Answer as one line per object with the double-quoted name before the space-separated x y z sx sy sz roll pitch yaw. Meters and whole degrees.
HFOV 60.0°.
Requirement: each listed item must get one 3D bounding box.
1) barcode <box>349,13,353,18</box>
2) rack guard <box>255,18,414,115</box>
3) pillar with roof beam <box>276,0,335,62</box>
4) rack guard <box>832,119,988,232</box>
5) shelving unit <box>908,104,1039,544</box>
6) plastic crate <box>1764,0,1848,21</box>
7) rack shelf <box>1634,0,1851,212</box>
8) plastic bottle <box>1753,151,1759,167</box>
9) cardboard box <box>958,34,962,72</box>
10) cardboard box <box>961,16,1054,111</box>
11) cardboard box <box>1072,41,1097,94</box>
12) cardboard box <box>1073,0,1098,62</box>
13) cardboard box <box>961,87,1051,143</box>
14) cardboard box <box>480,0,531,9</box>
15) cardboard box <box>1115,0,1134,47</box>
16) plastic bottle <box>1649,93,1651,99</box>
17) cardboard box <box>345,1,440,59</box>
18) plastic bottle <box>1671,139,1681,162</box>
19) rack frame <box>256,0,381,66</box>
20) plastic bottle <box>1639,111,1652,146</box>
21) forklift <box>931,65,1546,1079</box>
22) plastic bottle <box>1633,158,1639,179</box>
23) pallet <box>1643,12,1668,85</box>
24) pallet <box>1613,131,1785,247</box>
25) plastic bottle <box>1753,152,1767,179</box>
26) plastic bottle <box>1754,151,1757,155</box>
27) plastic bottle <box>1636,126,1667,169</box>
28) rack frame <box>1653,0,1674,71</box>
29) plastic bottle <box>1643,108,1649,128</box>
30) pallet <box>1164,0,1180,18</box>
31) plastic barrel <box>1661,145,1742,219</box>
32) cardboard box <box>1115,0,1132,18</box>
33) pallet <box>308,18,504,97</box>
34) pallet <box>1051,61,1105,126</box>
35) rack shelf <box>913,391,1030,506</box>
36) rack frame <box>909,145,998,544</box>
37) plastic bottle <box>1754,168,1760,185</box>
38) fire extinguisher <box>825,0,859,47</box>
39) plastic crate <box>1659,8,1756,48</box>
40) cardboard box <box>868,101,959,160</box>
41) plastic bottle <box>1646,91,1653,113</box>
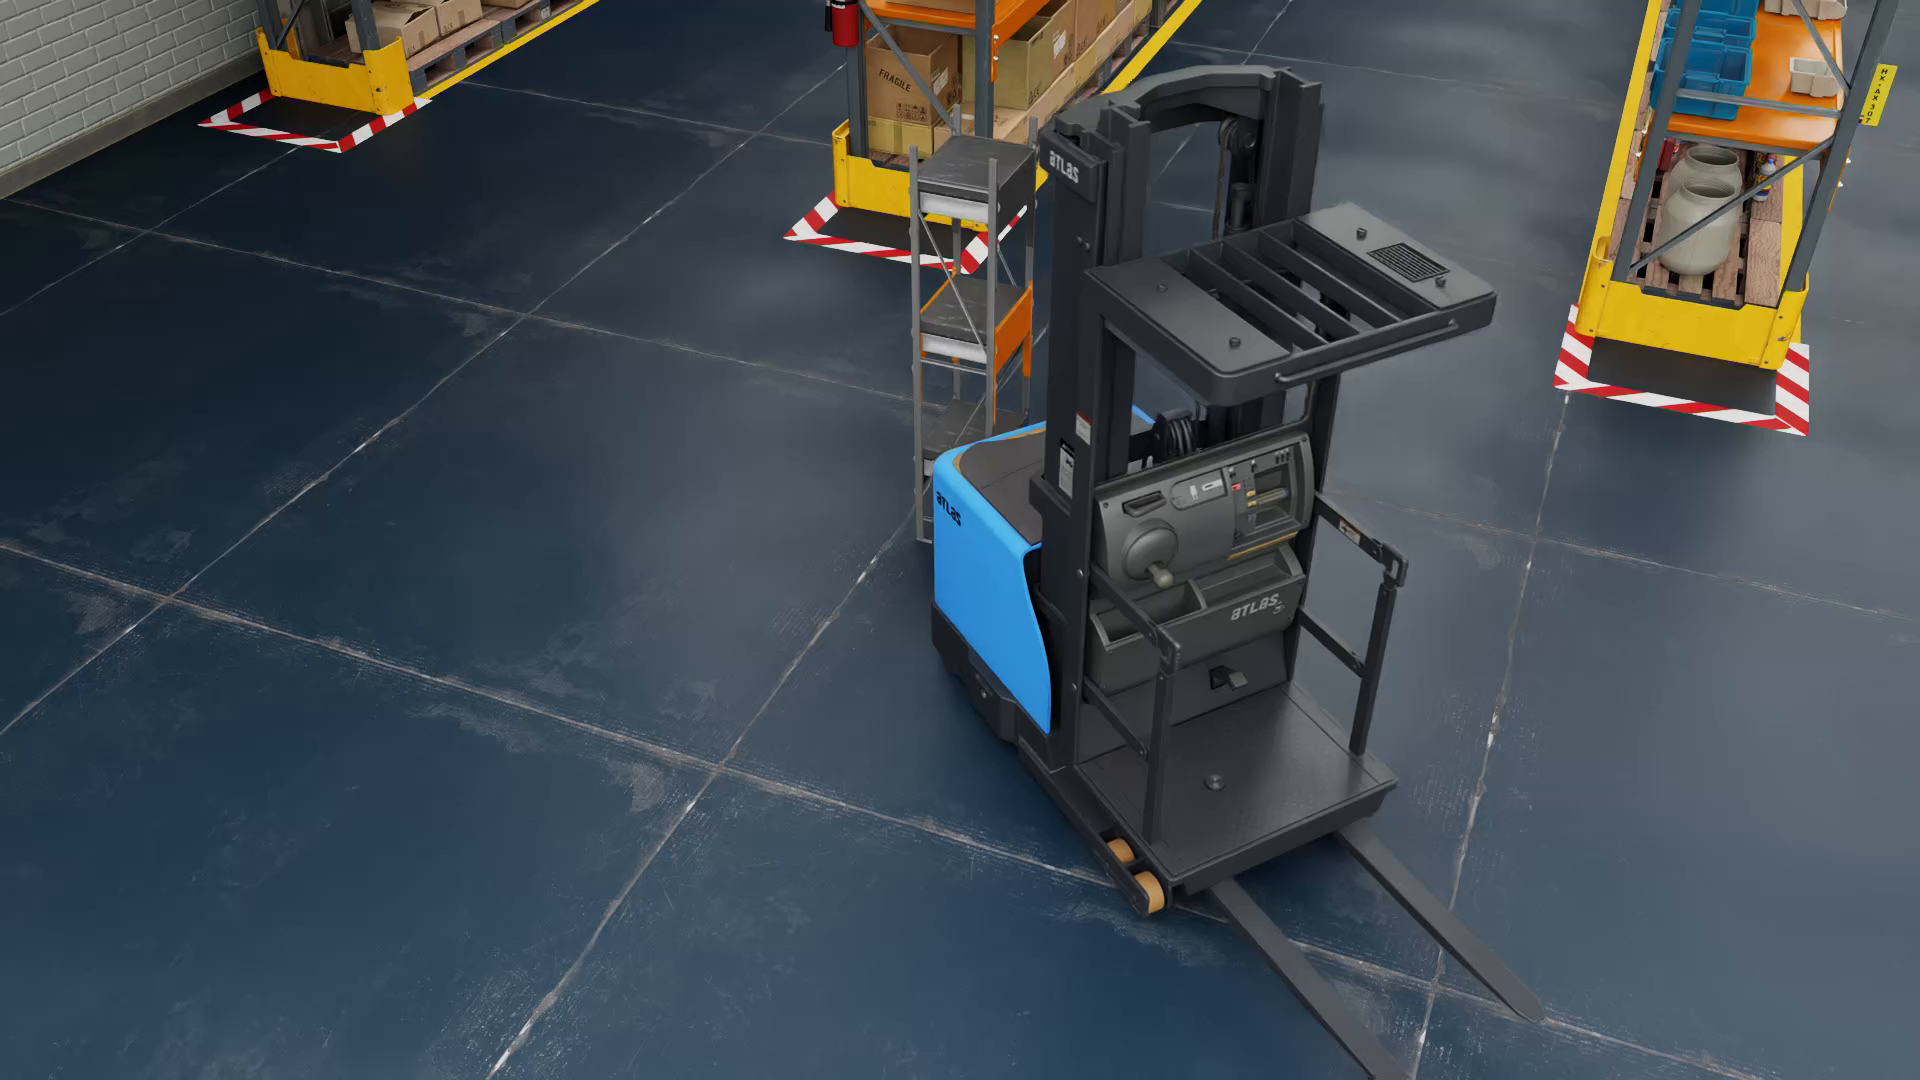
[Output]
"barcode" -4.864 -4.180 13.309 0.001 0.075 0.075 14 39 18
"rack guard" -4.818 -3.654 12.823 1.175 0.500 0.348 14 39 18
"pillar with roof beam" -1.399 -6.620 9.693 9.100 9.000 0.400 14 39 18
"rack guard" -0.274 -2.473 11.242 1.175 0.500 0.348 14 39 18
"shelving unit" 0.063 -0.933 7.846 0.431 2.100 0.503 14 39 18
"plastic crate" 5.453 -3.509 10.761 0.530 0.136 0.437 14 39 18
"rack shelf" 5.076 -3.176 10.696 1.077 0.370 4.000 14 39 18
"plastic bottle" 5.499 -2.645 11.355 0.097 0.201 0.097 0 37 0
"cardboard box" 0.031 -3.776 12.218 0.500 0.500 0.500 14 39 18
"cardboard box" 0.334 -3.378 11.685 0.500 0.500 0.500 14 39 18
"cardboard box" 0.718 -3.630 12.649 0.500 0.250 0.500 14 39 18
"cardboard box" 0.718 -3.931 12.424 0.500 0.500 0.500 14 39 18
"cardboard box" 0.332 -3.078 11.910 0.500 0.250 0.500 14 39 18
"cardboard box" -3.958 -4.862 14.071 0.700 0.500 0.500 11 38 15
"cardboard box" 1.084 -4.188 13.394 0.500 0.250 0.500 14 39 18
"plastic bottle" 5.212 -3.395 12.296 0.152 0.276 0.135 15 39 19
"cardboard box" -4.501 -4.075 13.177 0.500 0.311 0.500 10 38 13
"plastic bottle" 4.905 -2.721 11.456 0.097 0.201 0.097 0 37 0
"rack frame" -4.847 -4.614 12.018 1.000 3.000 0.127 14 39 18
"plastic bottle" 4.842 -2.891 11.559 0.144 0.351 0.185 15 39 20
"forklift" 1.018 -0.042 5.960 1.130 2.935 3.031 -18 40 -23
"plastic bottle" 4.608 -2.529 11.199 0.097 0.201 0.097 0 37 0
"pallet" 6.100 -3.898 13.390 1.003 0.211 1.213 14 39 18
"pallet" 5.080 -2.414 11.405 1.003 0.211 1.213 14 39 18
"plastic bottle" 5.423 -2.563 11.186 0.097 0.271 0.097 0 37 0
"plastic bottle" 5.577 -2.759 11.507 0.097 0.201 0.097 0 37 0
"plastic bottle" 4.729 -2.692 11.355 0.152 0.276 0.135 14 39 18
"rack frame" 5.837 -4.571 11.962 1.000 3.000 0.127 14 39 18
"plastic bottle" 4.945 -3.018 11.854 0.097 0.201 0.097 0 37 0
"pallet" 1.502 -5.002 14.867 1.003 0.211 1.213 14 39 18
"plastic barrel" 4.685 -2.188 10.500 0.421 0.512 0.421 0 37 0
"cardboard box" 1.082 -4.488 13.170 0.500 0.500 0.500 14 39 18
"pallet" -4.476 -3.980 13.501 1.003 0.211 1.213 14 39 18
"pallet" 0.453 -3.476 12.826 1.003 0.211 1.213 14 39 18
"rack shelf" 0.063 -0.361 8.273 0.431 0.518 0.480 14 39 18
"rack frame" -0.030 -0.798 7.665 0.400 2.100 0.015 14 39 18
"plastic bottle" 5.332 -2.402 11.030 0.097 0.201 0.097 0 37 0
"fire extinguisher" -0.739 -3.497 10.589 0.296 0.674 0.183 14 39 18
"plastic crate" 4.481 -3.001 9.985 0.499 0.251 0.408 14 39 18
"cardboard box" -0.334 -2.918 11.696 0.500 0.250 0.500 14 39 18
"plastic bottle" 5.074 -3.230 12.012 0.144 0.351 0.185 12 38 16
